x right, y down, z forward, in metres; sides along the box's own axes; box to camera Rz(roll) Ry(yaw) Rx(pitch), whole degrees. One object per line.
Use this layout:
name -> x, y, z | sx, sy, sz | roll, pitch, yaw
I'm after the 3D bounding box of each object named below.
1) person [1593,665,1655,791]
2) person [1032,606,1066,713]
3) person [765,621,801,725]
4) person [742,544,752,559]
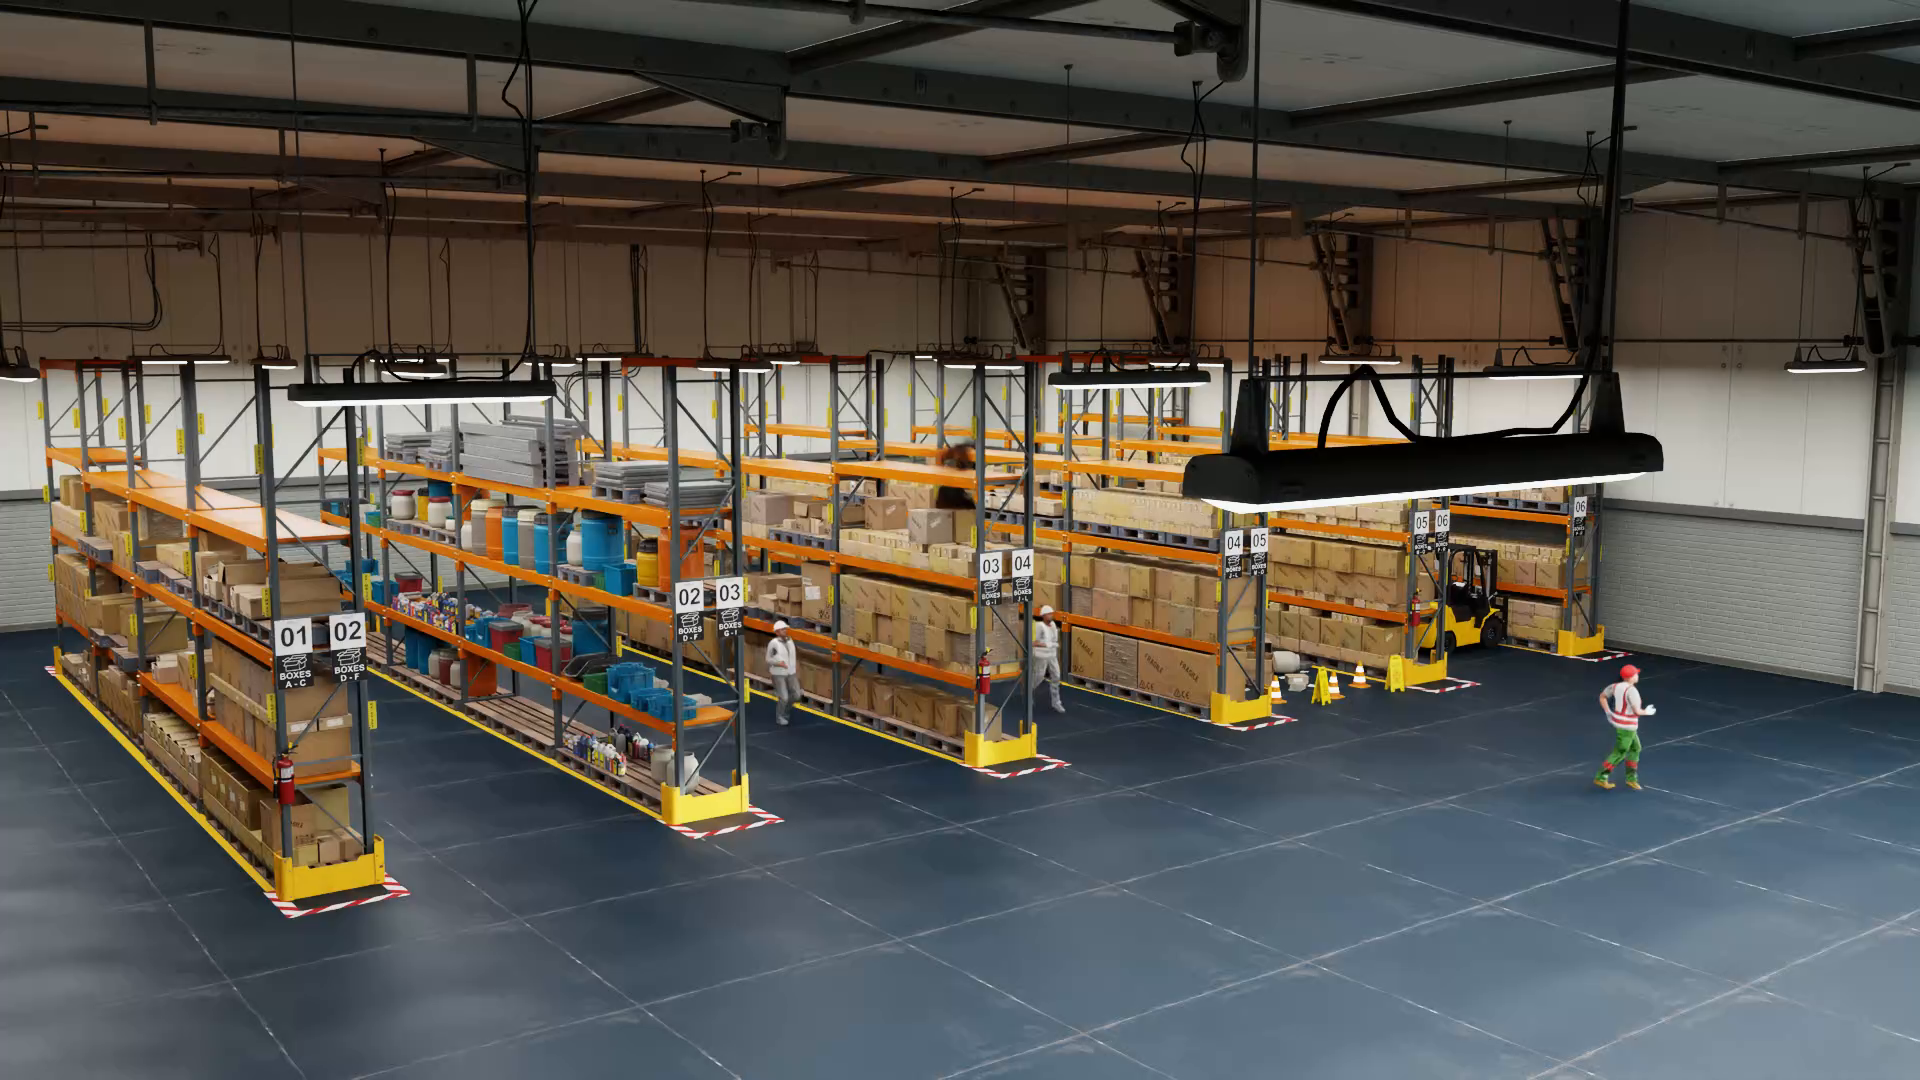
person -> 9.302, 2.659, 23.290 | 0.795, 1.840, 0.633 | 0, 7, 1
person -> 1.450, 2.029, 28.505 | 0.826, 1.841, 0.706 | 6, 9, 42
person -> -2.862, 2.189, 27.338 | 0.651, 1.725, 0.583 | -6, 9, -40
person -> -5.399, 0.484, 41.626 | 0.682, 1.765, 0.701 | -5, 9, -38
